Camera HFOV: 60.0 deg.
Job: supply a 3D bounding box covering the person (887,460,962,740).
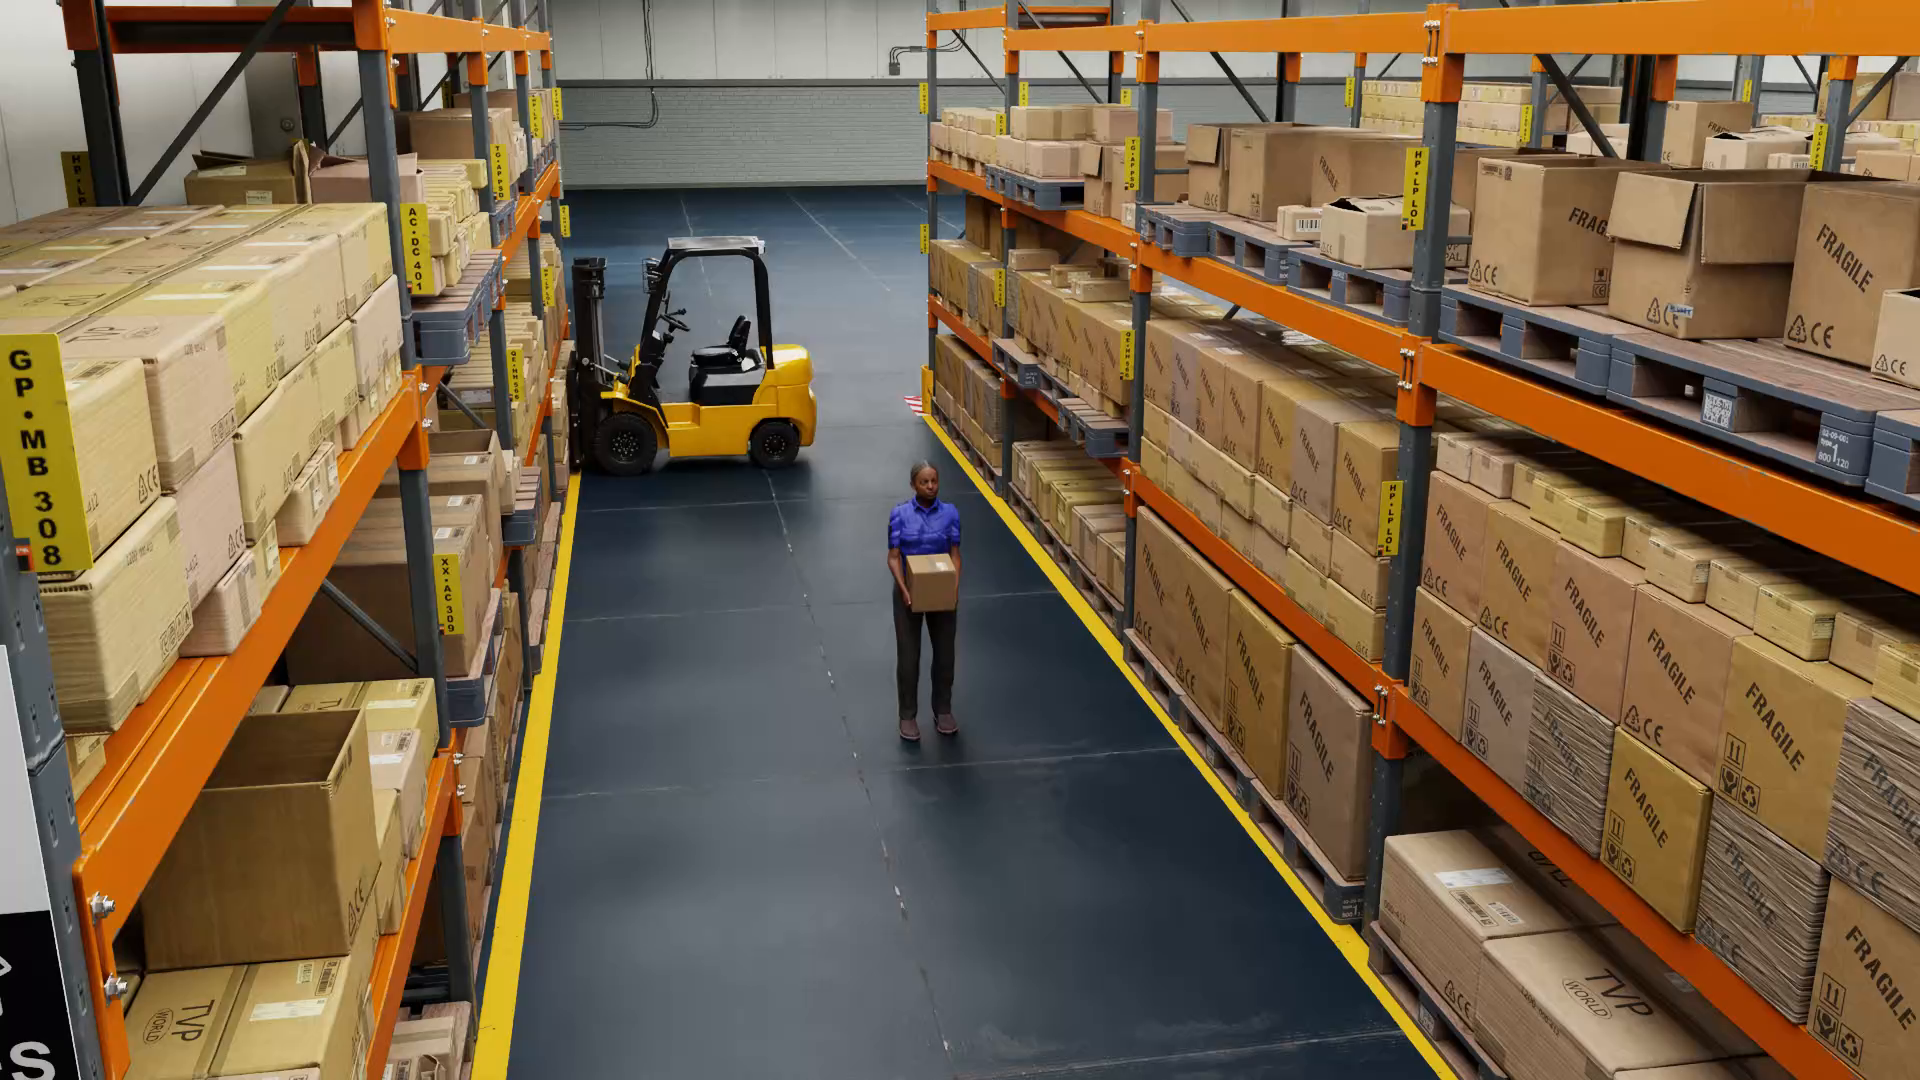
[{"bbox_3d":[-0.198,0.366,9.829,0.450,1.646,0.523,-3,17,-10],"label":"person"}]
